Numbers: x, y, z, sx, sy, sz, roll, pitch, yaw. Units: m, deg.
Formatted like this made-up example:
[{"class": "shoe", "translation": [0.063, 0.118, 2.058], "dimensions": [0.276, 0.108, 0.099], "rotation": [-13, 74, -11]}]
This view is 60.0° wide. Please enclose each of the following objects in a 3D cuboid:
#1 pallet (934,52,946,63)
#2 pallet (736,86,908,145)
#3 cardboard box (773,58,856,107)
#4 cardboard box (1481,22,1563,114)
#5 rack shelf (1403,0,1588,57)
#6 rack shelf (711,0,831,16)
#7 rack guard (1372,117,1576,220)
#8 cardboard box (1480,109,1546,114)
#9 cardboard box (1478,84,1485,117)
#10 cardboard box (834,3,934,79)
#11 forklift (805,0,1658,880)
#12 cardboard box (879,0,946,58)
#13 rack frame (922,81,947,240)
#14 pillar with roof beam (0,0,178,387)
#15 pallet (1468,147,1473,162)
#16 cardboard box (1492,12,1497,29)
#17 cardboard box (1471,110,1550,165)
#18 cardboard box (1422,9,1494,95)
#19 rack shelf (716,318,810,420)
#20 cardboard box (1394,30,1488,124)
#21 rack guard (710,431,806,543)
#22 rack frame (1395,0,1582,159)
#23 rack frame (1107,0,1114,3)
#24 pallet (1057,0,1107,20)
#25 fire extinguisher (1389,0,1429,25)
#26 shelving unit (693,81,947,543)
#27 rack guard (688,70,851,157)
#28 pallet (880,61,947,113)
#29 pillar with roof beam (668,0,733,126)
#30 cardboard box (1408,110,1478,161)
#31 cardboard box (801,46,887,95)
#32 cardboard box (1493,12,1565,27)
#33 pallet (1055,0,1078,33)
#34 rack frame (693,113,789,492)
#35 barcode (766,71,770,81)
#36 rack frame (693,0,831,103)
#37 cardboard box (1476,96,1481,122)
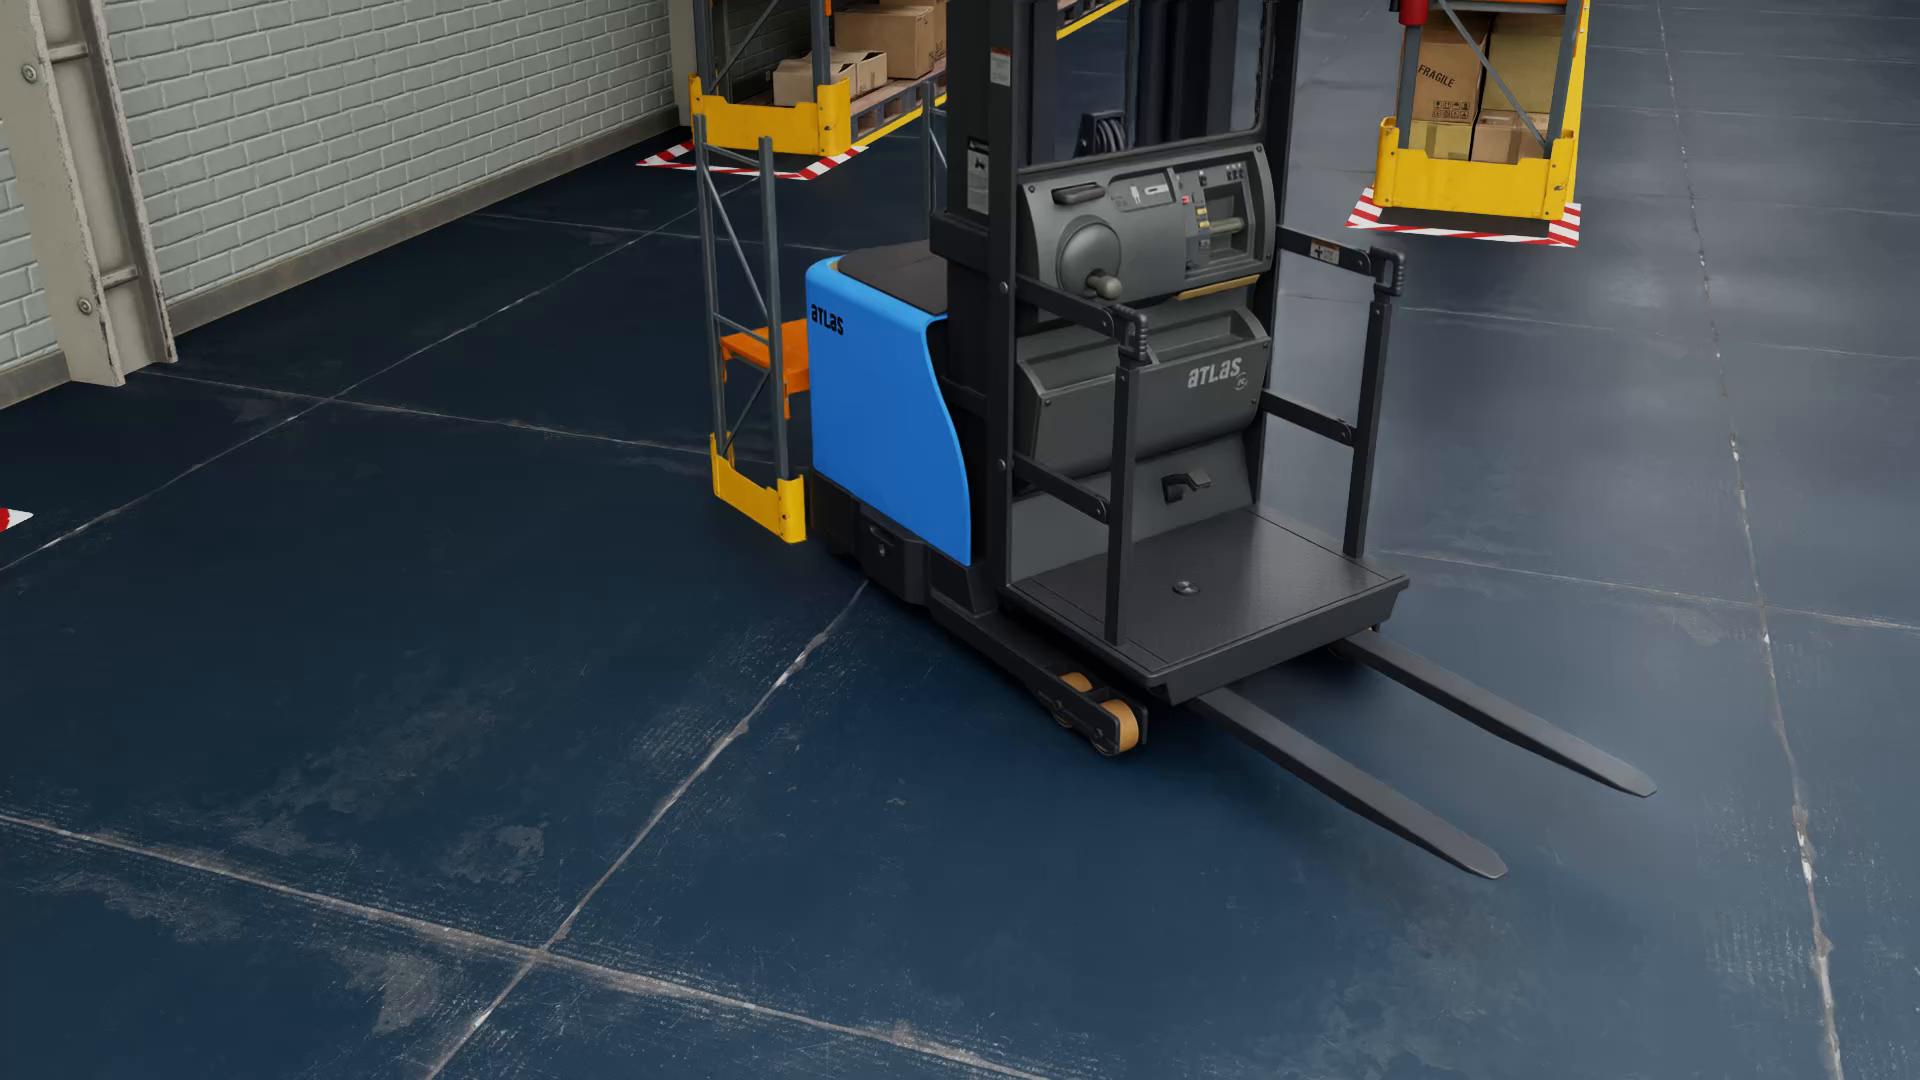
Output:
[{"class": "pallet", "translation": [-0.270, -4.324, 14.939], "dimensions": [1.003, 0.211, 1.213], "rotation": [9, 27, 17]}, {"class": "pallet", "translation": [-1.082, -3.322, 12.868], "dimensions": [1.003, 0.211, 1.213], "rotation": [9, 27, 17]}, {"class": "cardboard box", "translation": [-1.096, -3.476, 12.567], "dimensions": [0.500, 0.311, 0.500], "rotation": [6, 26, 12]}, {"class": "cardboard box", "translation": [3.814, -3.183, 11.194], "dimensions": [0.500, 0.500, 0.500], "rotation": [9, 27, 17]}, {"class": "rack shelf", "translation": [3.927, -3.998, 11.891], "dimensions": [1.077, 0.370, 4.000], "rotation": [9, 27, 17]}, {"class": "rack shelf", "translation": [-0.746, -4.715, 13.371], "dimensions": [1.077, 0.370, 4.000], "rotation": [9, 27, 17]}, {"class": "rack guard", "translation": [3.253, -2.365, 10.561], "dimensions": [1.175, 0.500, 0.348], "rotation": [9, 27, 17]}, {"class": "cardboard box", "translation": [3.812, -2.845, 11.358], "dimensions": [0.500, 0.250, 0.500], "rotation": [9, 27, 17]}, {"class": "cardboard box", "translation": [3.481, -3.127, 11.941], "dimensions": [0.500, 0.250, 0.500], "rotation": [9, 27, 17]}, {"class": "cardboard box", "translation": [-0.615, -4.089, 13.618], "dimensions": [0.700, 0.500, 0.500], "rotation": [7, 27, 14]}, {"class": "forklift", "translation": [0.700, -0.918, 4.783], "dimensions": [1.130, 2.935, 3.031], "rotation": [-17, 31, -31]}, {"class": "cardboard box", "translation": [-0.388, -4.501, 14.468], "dimensions": [0.500, 0.500, 0.500], "rotation": [7, 27, 14]}, {"class": "rack frame", "translation": [0.014, -1.035, 6.667], "dimensions": [0.032, 1.500, 0.500], "rotation": [-18, 31, -33]}, {"class": "pillar with roof beam", "translation": [0.069, -4.240, 4.681], "dimensions": [9.100, 9.000, 0.400], "rotation": [9, 27, 17]}, {"class": "pallet", "translation": [3.476, -2.565, 11.306], "dimensions": [1.003, 0.211, 1.213], "rotation": [9, 27, 17]}, {"class": "cardboard box", "translation": [3.646, -3.671, 12.202], "dimensions": [0.500, 0.500, 0.500], "rotation": [9, 27, 17]}, {"class": "cardboard box", "translation": [3.649, -2.639, 10.933], "dimensions": [0.500, 0.250, 0.500], "rotation": [9, 27, 17]}, {"class": "cardboard box", "translation": [3.478, -3.465, 11.778], "dimensions": [0.500, 0.500, 0.500], "rotation": [9, 27, 17]}, {"class": "rack shelf", "translation": [-0.391, -0.740, 6.469], "dimensions": [1.000, 0.185, 0.538], "rotation": [-18, 31, -33]}, {"class": "cardboard box", "translation": [3.159, -3.052, 10.925], "dimensions": [0.500, 0.500, 0.500], "rotation": [9, 27, 17]}, {"class": "rack guard", "translation": [-0.781, -0.210, 6.398], "dimensions": [0.087, 0.250, 0.587], "rotation": [-18, 31, -33]}, {"class": "rack frame", "translation": [3.261, -3.500, 10.036], "dimensions": [1.000, 3.000, 0.127], "rotation": [9, 27, 17]}, {"class": "rack frame", "translation": [1.251, -7.504, 18.307], "dimensions": [1.000, 3.000, 0.127], "rotation": [9, 27, 17]}, {"class": "pallet", "translation": [0.989, -5.928, 18.252], "dimensions": [1.003, 0.211, 1.213], "rotation": [9, 27, 17]}, {"class": "fire extinguisher", "translation": [2.784, -3.484, 10.092], "dimensions": [0.296, 0.674, 0.183], "rotation": [9, 27, 17]}, {"class": "shelving unit", "translation": [-0.384, -0.904, 6.396], "dimensions": [1.083, 1.500, 0.587], "rotation": [-18, 31, -33]}, {"class": "rack guard", "translation": [-1.386, -3.123, 12.126], "dimensions": [1.175, 0.500, 0.348], "rotation": [9, 27, 17]}, {"class": "pallet", "translation": [-0.675, -3.821, 13.900], "dimensions": [1.003, 0.211, 1.213], "rotation": [9, 27, 17]}, {"class": "pillar with roof beam", "translation": [2.065, -6.706, 9.773], "dimensions": [9.100, 9.000, 0.400], "rotation": [9, 27, 17]}, {"class": "cardboard box", "translation": [3.161, -2.715, 11.088], "dimensions": [0.500, 0.250, 0.500], "rotation": [9, 27, 17]}, {"class": "cardboard box", "translation": [-0.907, -3.710, 13.051], "dimensions": [0.500, 0.311, 0.500], "rotation": [11, 28, 22]}, {"class": "cardboard box", "translation": [3.968, -3.390, 11.622], "dimensions": [0.500, 0.500, 0.500], "rotation": [9, 27, 17]}, {"class": "pallet", "translation": [0.582, -5.429, 17.220], "dimensions": [1.003, 0.211, 1.213], "rotation": [9, 27, 17]}, {"class": "rack frame", "translation": [-0.797, -0.768, 6.115], "dimensions": [0.032, 1.500, 0.500], "rotation": [-18, 31, -33]}, {"class": "barcode", "translation": [-1.467, -3.545, 12.700], "dimensions": [0.001, 0.075, 0.075], "rotation": [9, 27, 17]}, {"class": "rack frame", "translation": [-1.411, -4.217, 11.517], "dimensions": [1.000, 3.000, 0.127], "rotation": [9, 27, 17]}, {"class": "cardboard box", "translation": [3.316, -2.922, 11.516], "dimensions": [0.500, 0.250, 0.500], "rotation": [9, 27, 17]}]
